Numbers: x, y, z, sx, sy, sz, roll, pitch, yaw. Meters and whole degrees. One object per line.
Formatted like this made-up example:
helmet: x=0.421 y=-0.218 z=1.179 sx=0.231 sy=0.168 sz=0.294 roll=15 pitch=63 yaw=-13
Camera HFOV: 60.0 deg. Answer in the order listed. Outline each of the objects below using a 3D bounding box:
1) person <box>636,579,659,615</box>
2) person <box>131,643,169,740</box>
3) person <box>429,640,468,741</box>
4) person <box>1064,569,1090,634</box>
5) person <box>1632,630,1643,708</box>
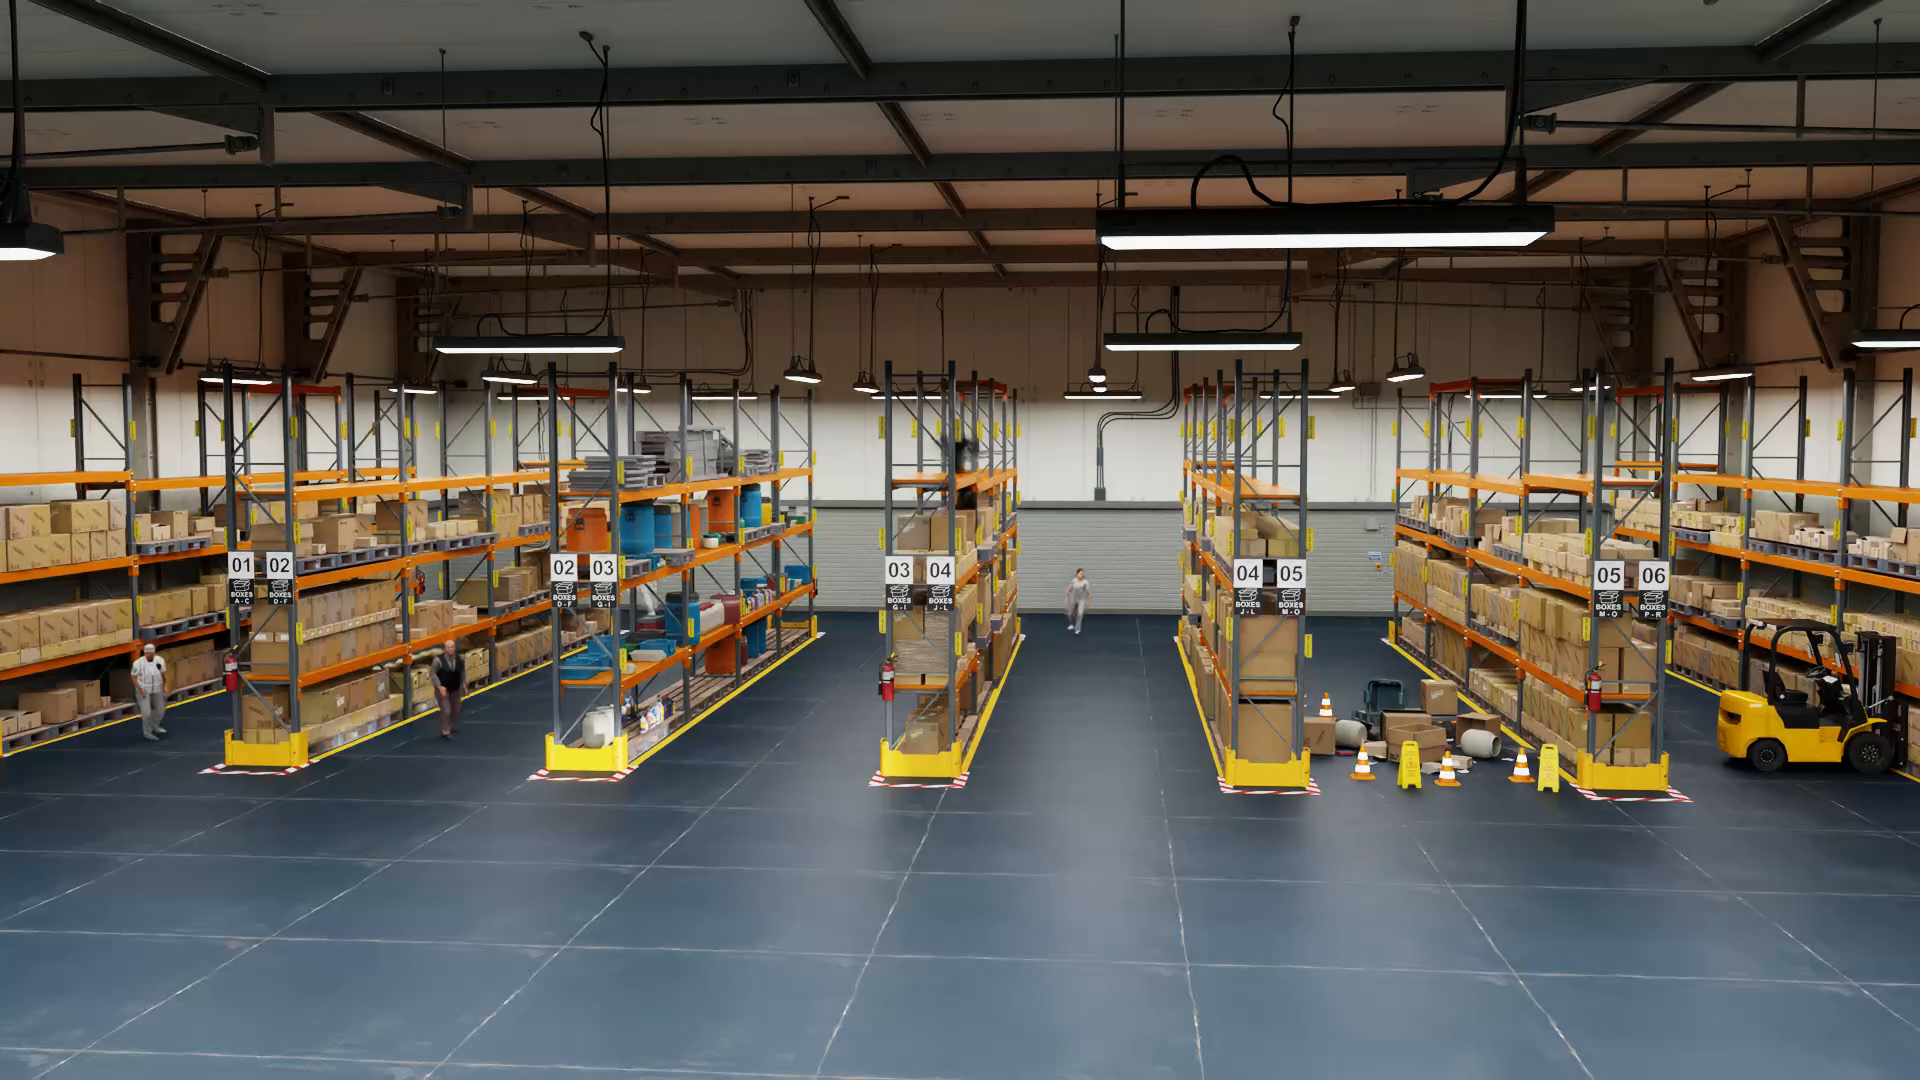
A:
person: x=-7.956 y=1.332 z=42.353 sx=0.643 sy=1.770 sz=0.978 roll=-2 pitch=4 yaw=-28
person: x=-13.147 y=2.449 z=26.983 sx=0.809 sy=1.601 sz=0.607 roll=4 pitch=5 yaw=44
person: x=-8.318 y=2.418 z=26.901 sx=0.636 sy=1.659 sz=0.757 roll=-4 pitch=5 yaw=-45
person: x=2.914 y=1.494 z=41.088 sx=0.657 sy=1.612 sz=0.701 roll=1 pitch=4 yaw=13
person: x=11.687 y=2.206 z=29.104 sx=0.625 sy=1.733 sz=1.028 roll=0 pitch=4 yaw=2
